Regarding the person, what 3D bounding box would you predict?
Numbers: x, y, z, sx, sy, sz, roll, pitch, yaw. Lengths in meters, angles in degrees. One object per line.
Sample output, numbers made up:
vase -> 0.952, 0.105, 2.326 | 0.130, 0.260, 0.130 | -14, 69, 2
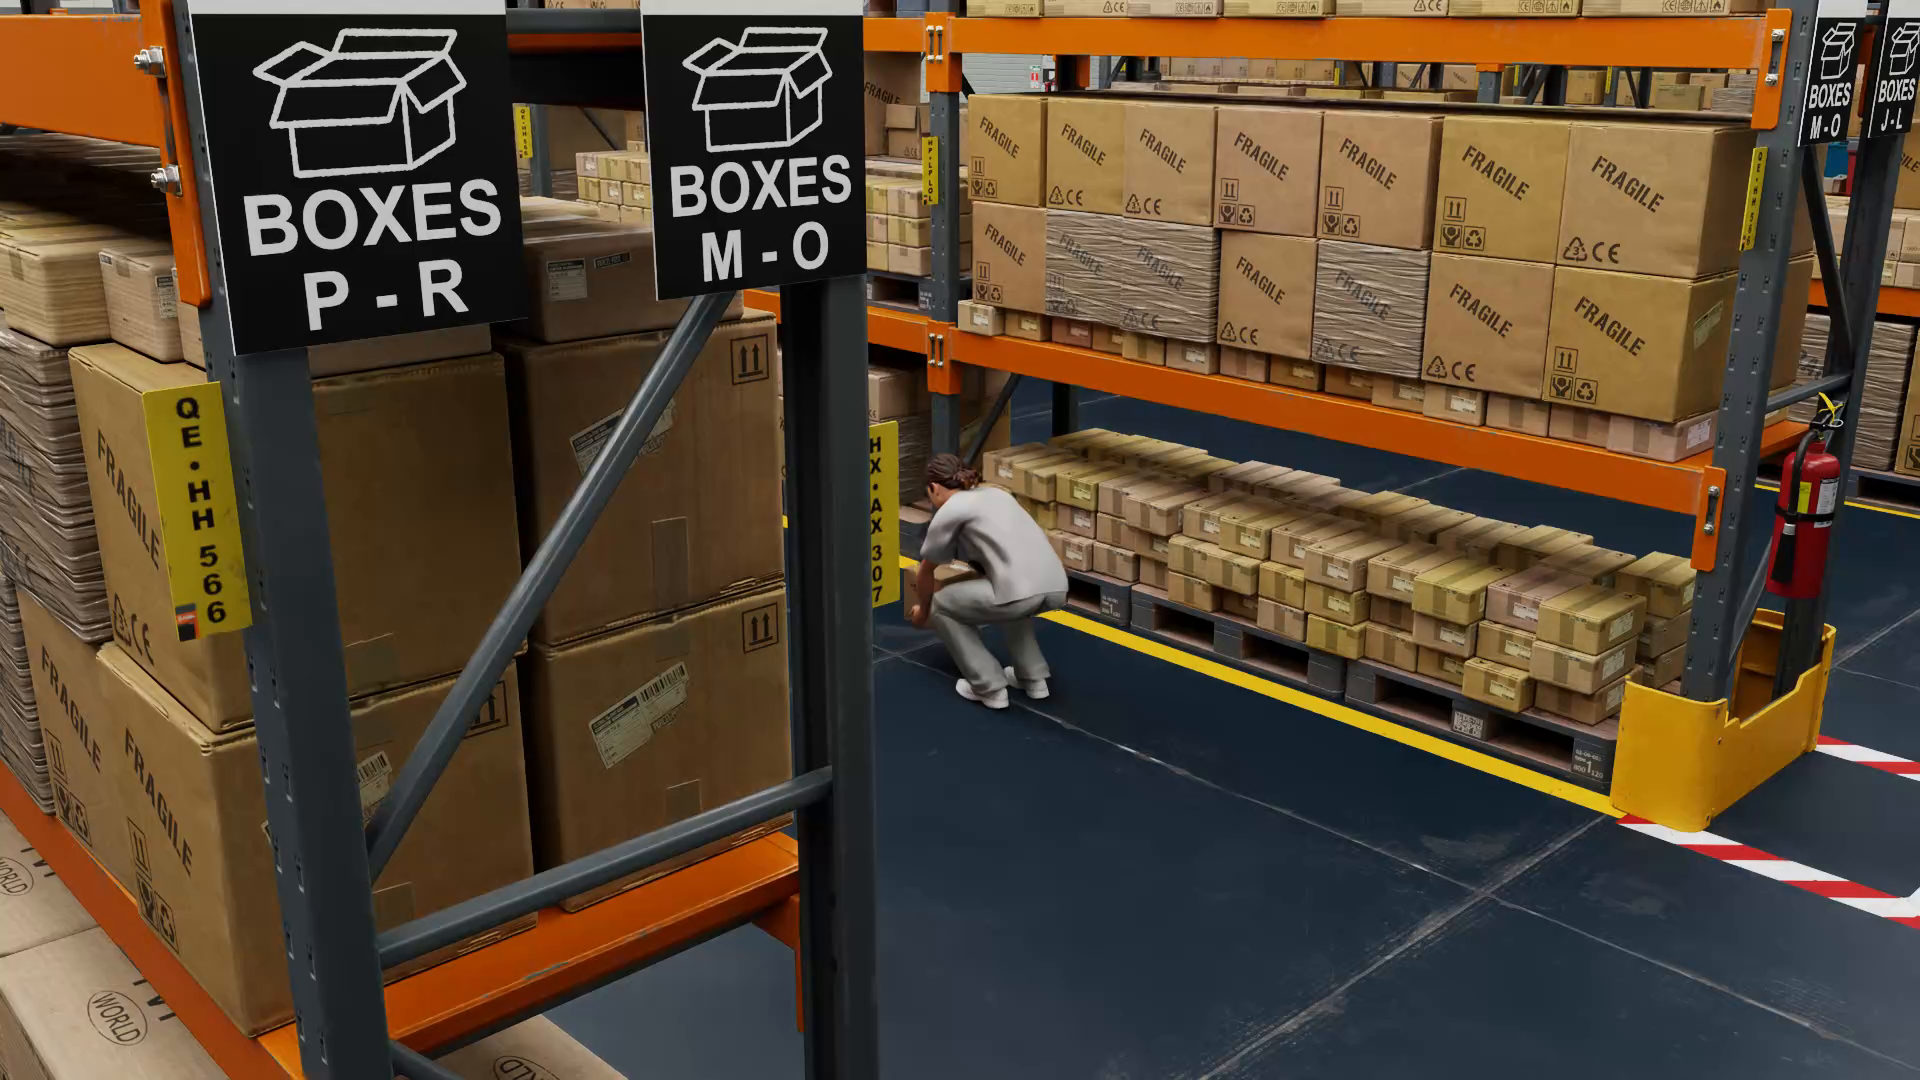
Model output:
person -> 0.112, 0.169, 7.130 | 0.486, 1.009, 0.781 | -12, 21, -33
